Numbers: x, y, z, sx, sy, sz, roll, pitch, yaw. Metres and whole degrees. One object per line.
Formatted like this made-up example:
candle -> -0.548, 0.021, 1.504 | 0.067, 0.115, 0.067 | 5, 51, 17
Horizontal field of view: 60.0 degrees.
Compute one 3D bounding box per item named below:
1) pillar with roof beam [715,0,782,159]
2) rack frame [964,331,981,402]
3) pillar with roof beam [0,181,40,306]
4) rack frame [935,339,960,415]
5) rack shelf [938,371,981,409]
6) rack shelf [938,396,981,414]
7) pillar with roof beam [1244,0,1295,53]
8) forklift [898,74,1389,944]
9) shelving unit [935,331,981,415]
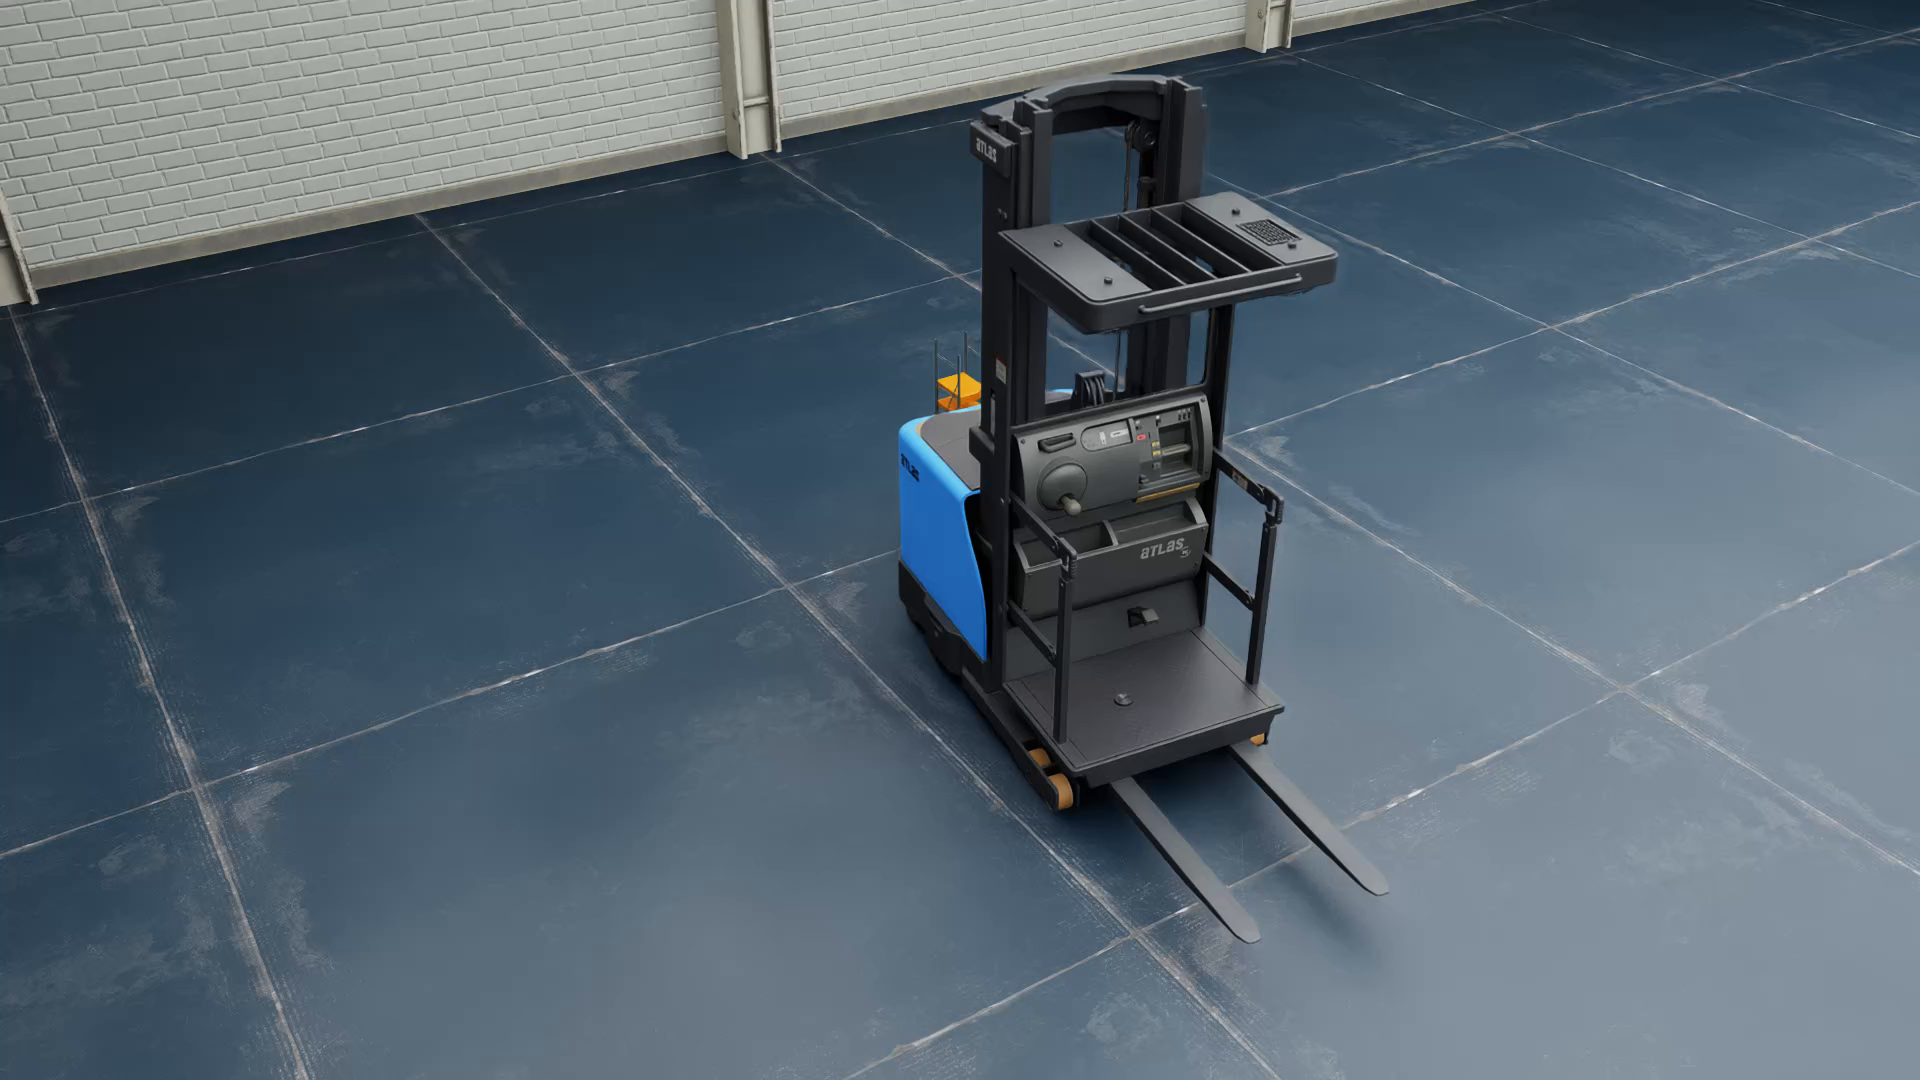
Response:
pillar with roof beam -> 0.511, -5.324, 9.255 | 0.400, 9.000, 9.100 | -19, 37, -27
rack frame -> 0.089, -0.538, 8.978 | 0.006, 1.200, 0.240 | -19, 37, -27
pillar with roof beam -> -4.532, -3.590, 6.506 | 0.400, 9.000, 9.100 | -19, 37, -27
rack frame -> -0.065, -0.485, 8.895 | 0.006, 1.200, 0.240 | -19, 37, -27
rack shelf -> 0.012, -0.779, 8.768 | 0.180, 0.103, 0.258 | -19, 37, -27
rack shelf -> 0.012, -0.677, 8.832 | 0.180, 0.103, 0.258 | -19, 37, -27
pillar with roof beam -> 5.554, -7.058, 12.005 | 0.400, 9.000, 9.100 | -19, 37, -27
forklift -> 0.766, -0.309, 6.992 | 1.130, 2.935, 3.031 | -14, 35, -21
shelving unit -> 0.012, -0.512, 8.937 | 0.189, 1.200, 0.258 | -19, 37, -27
